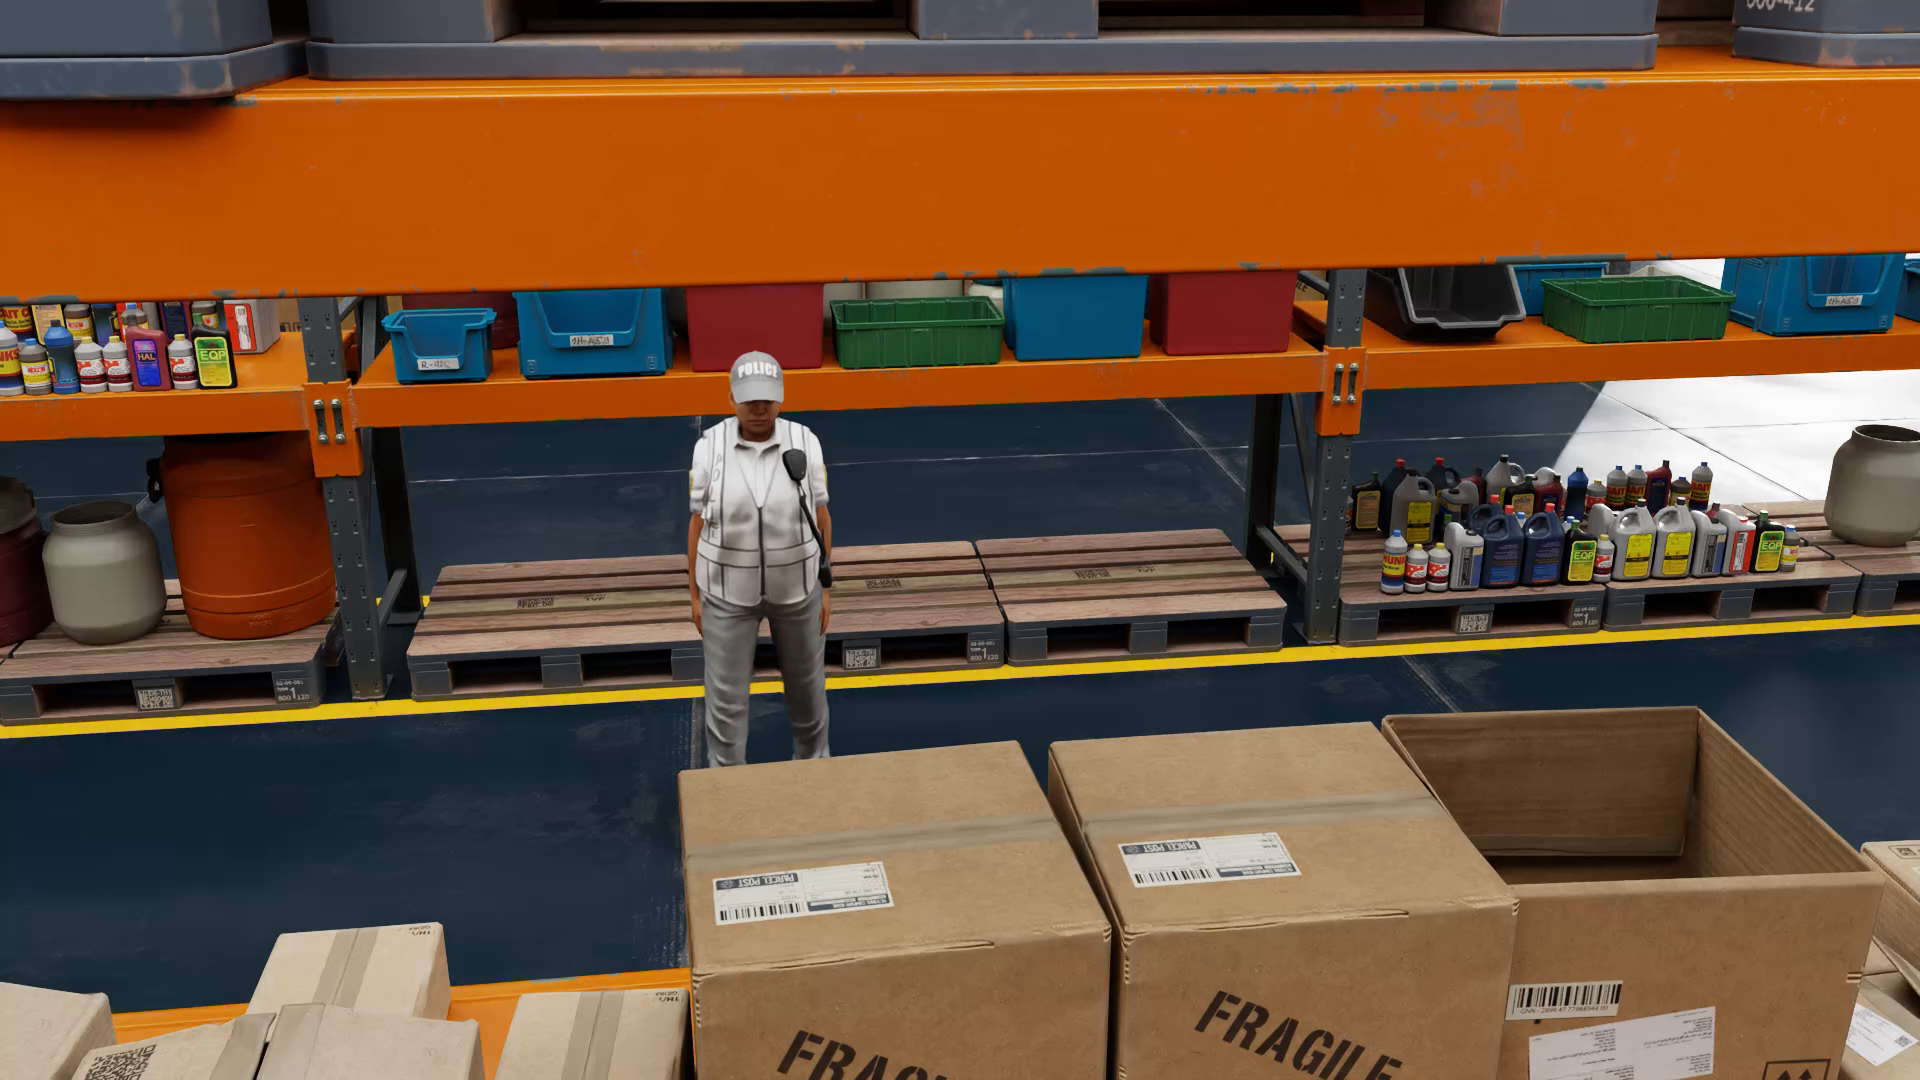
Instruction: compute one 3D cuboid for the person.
[{"bbox_3d":[-0.652,0.209,5.516,0.481,1.672,0.520,-3,20,-8],"label":"person"}]
